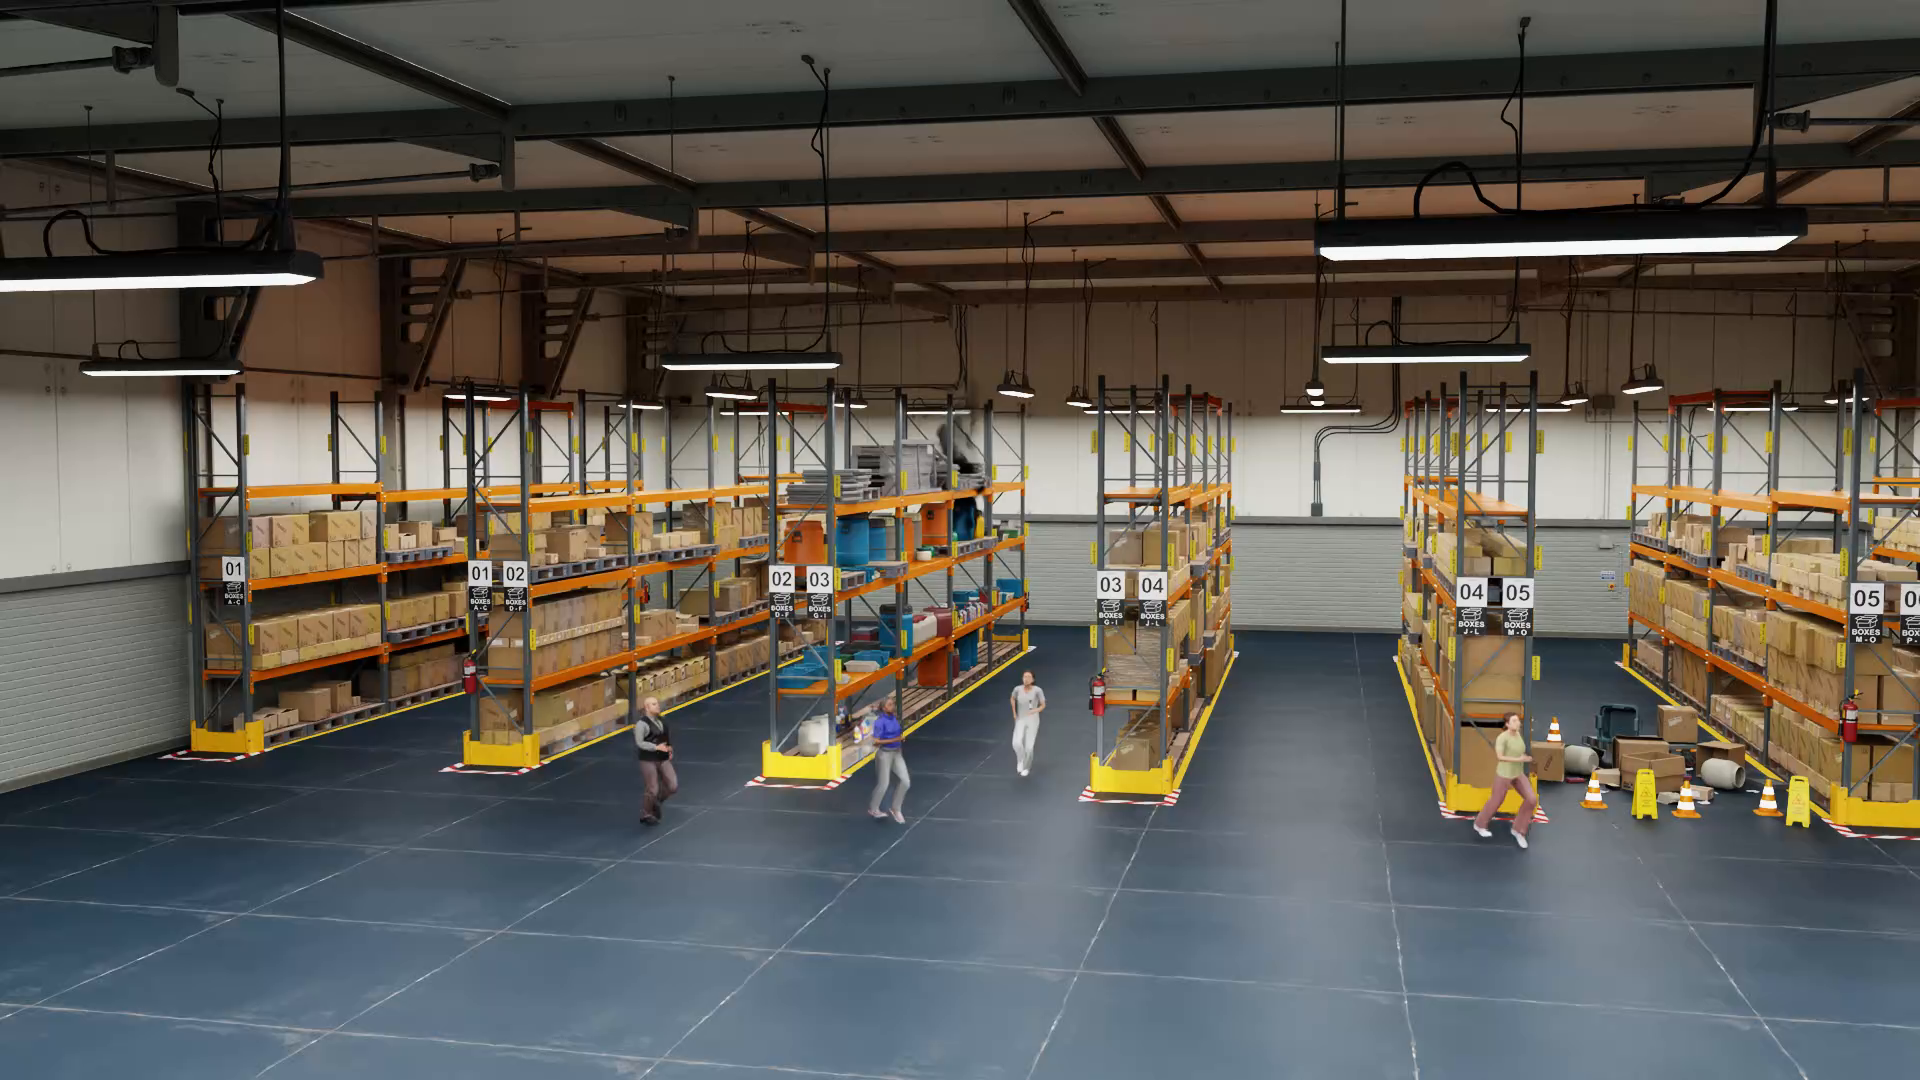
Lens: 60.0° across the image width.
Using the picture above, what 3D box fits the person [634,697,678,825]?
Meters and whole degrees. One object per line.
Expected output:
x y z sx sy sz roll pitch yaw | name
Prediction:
-3.971 2.903 21.828 0.603 1.682 0.643 2 4 36 | person

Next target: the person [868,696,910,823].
-0.926 2.931 22.041 0.686 1.689 0.555 3 4 42 | person

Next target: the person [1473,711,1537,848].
6.863 2.976 20.848 0.584 1.693 0.855 -2 4 -29 | person

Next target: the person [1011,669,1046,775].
1.006 2.750 24.992 0.565 1.626 0.610 1 3 12 | person
